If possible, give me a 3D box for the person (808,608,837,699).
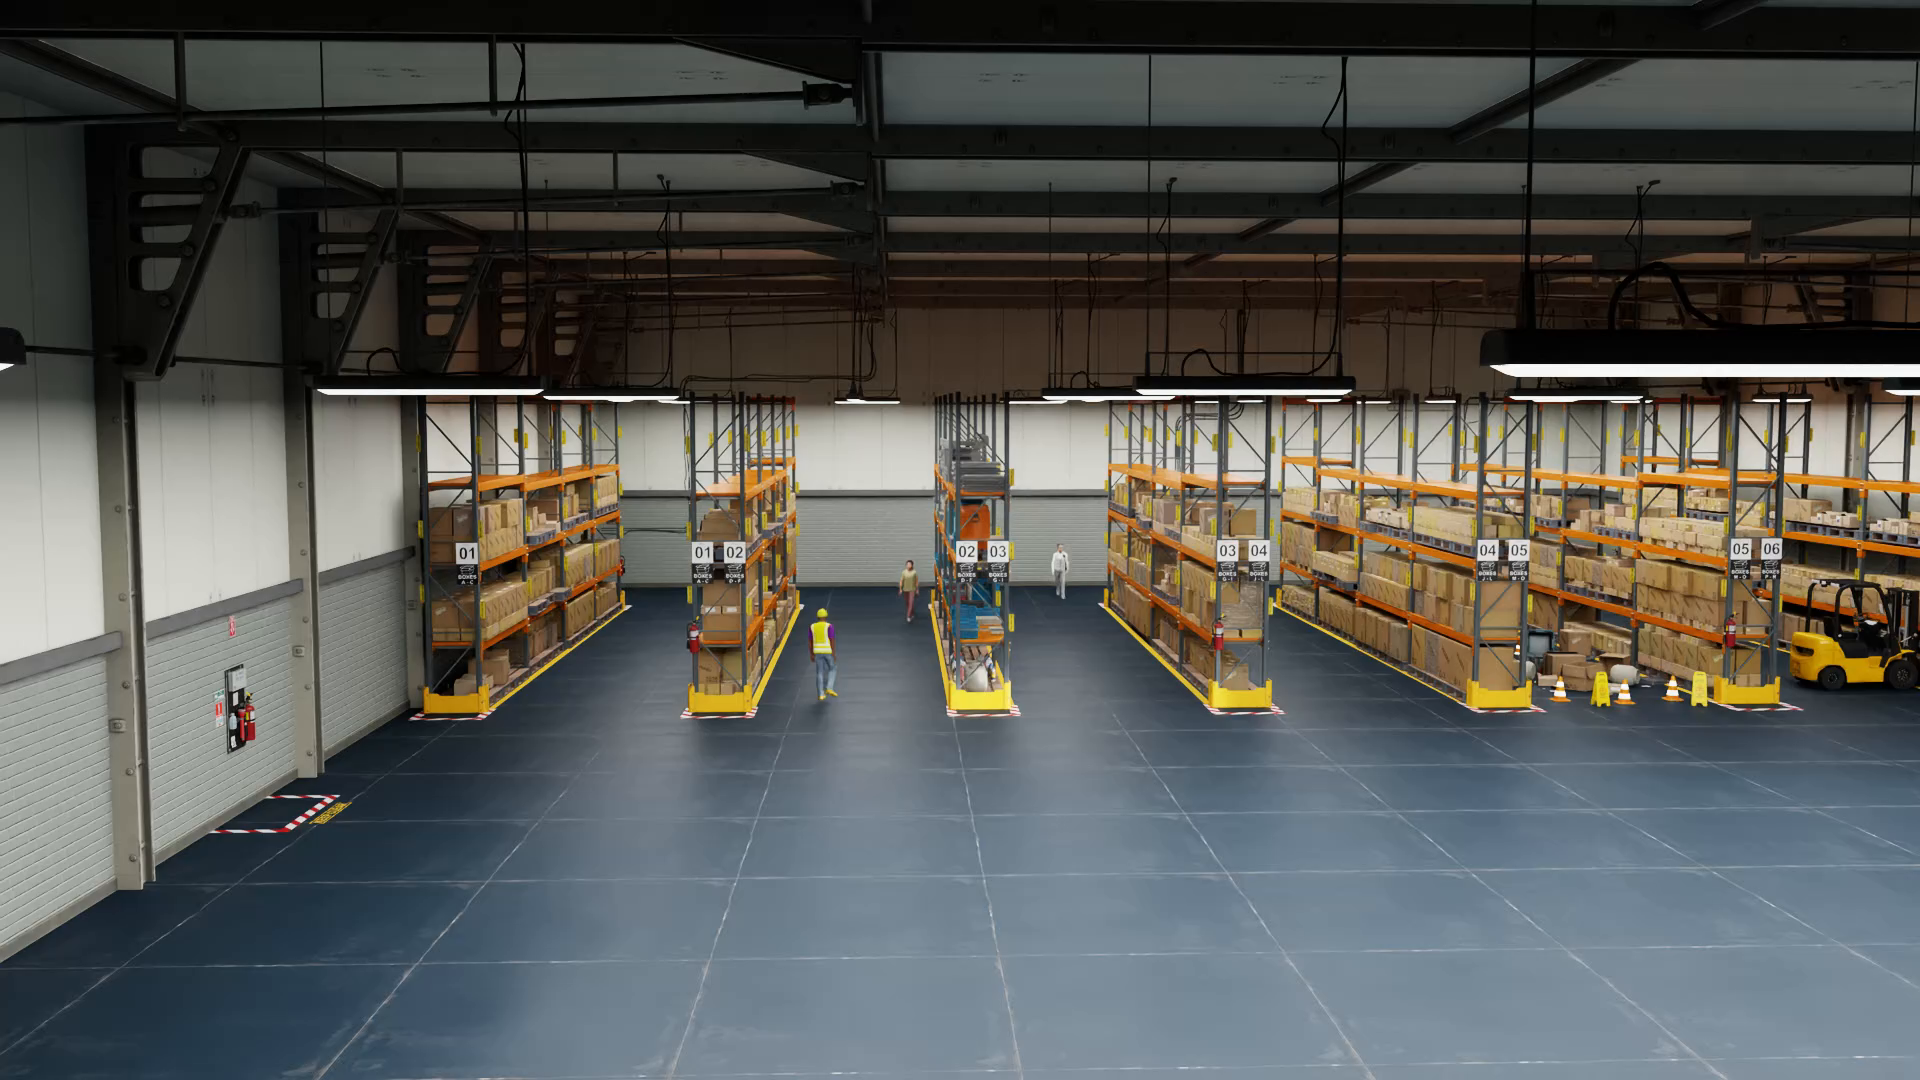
[{"bbox_3d":[-2.690,2.220,32.586,0.591,1.745,0.528,1,5,10],"label":"person"}]

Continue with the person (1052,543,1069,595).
[{"bbox_3d":[3.009,0.871,49.889,0.532,1.567,0.848,0,5,1],"label":"person"}]

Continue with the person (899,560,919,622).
[{"bbox_3d":[-1.385,1.348,44.350,0.455,1.607,1.049,1,5,16],"label":"person"}]
